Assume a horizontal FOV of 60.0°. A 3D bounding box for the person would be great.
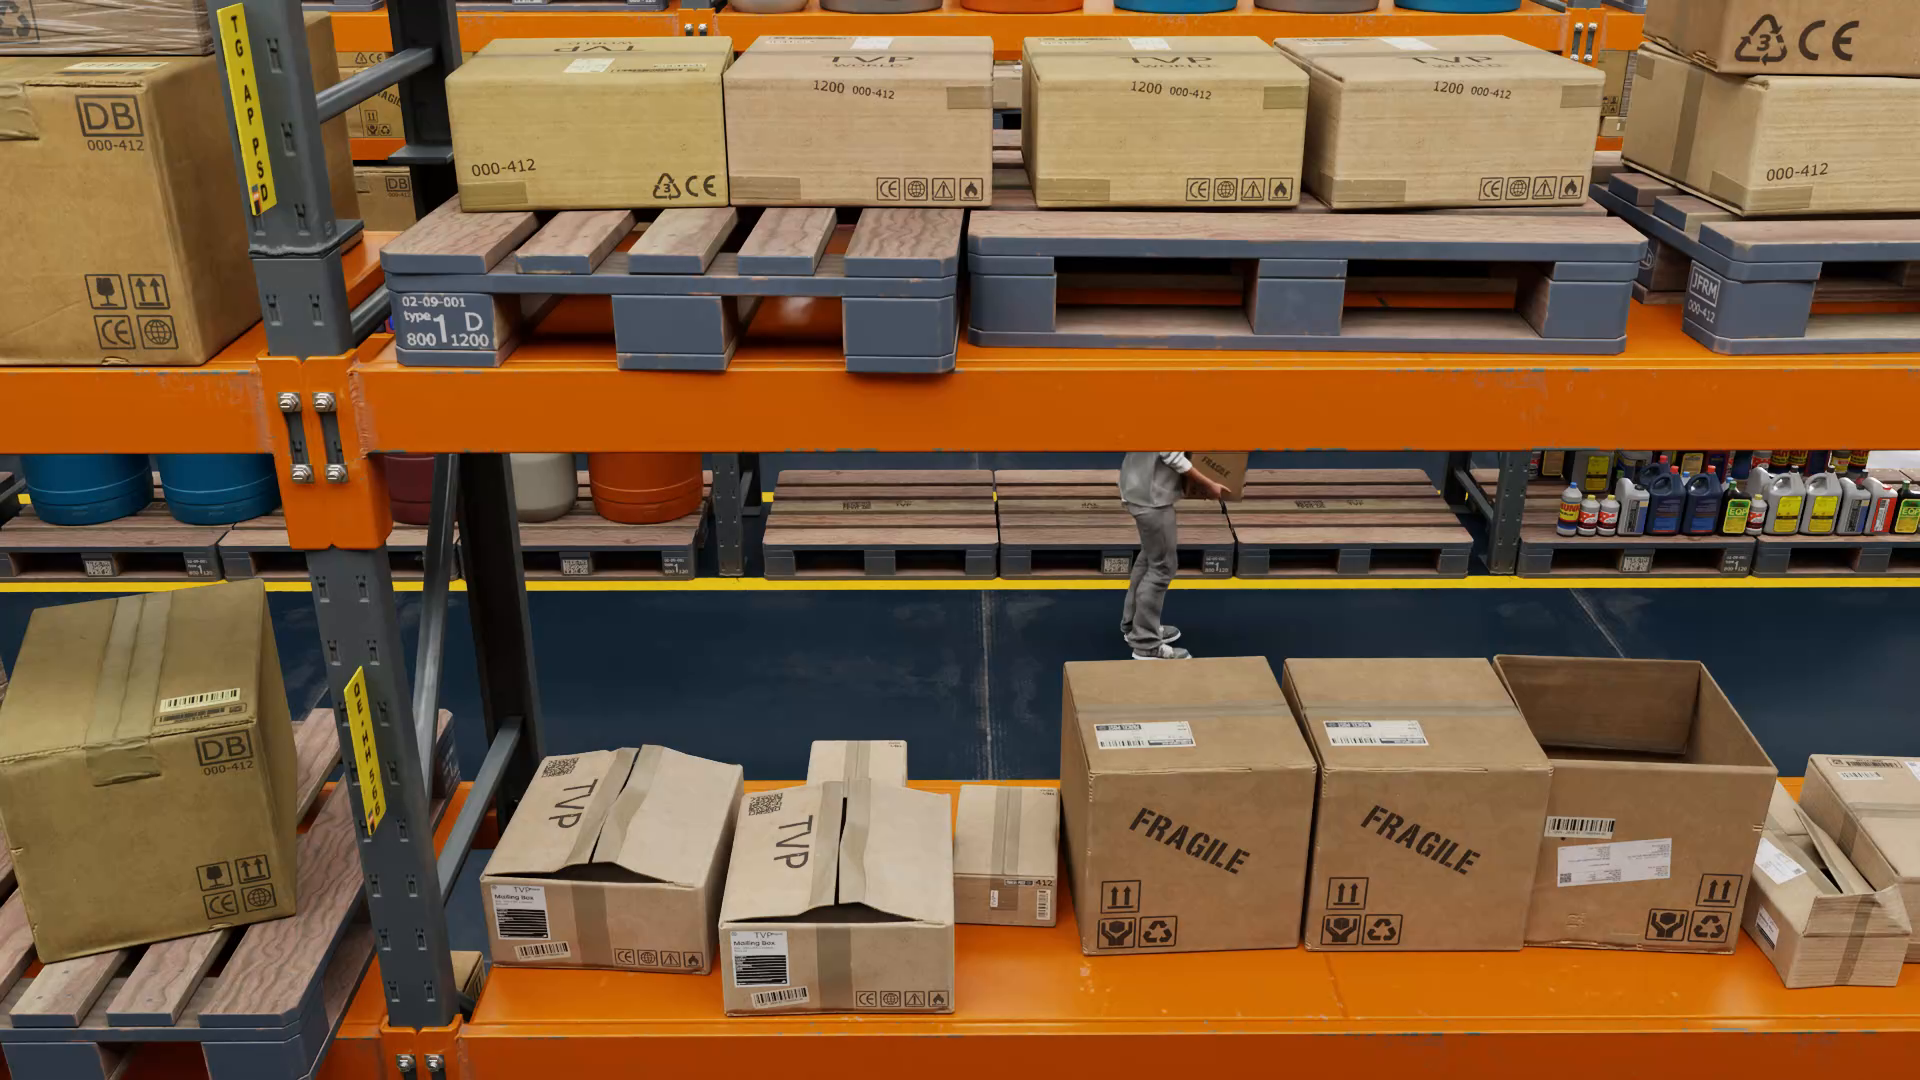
[{"bbox_3d":[0.963,-0.205,7.562,0.489,1.596,0.425,0,24,-1],"label":"person"}]
